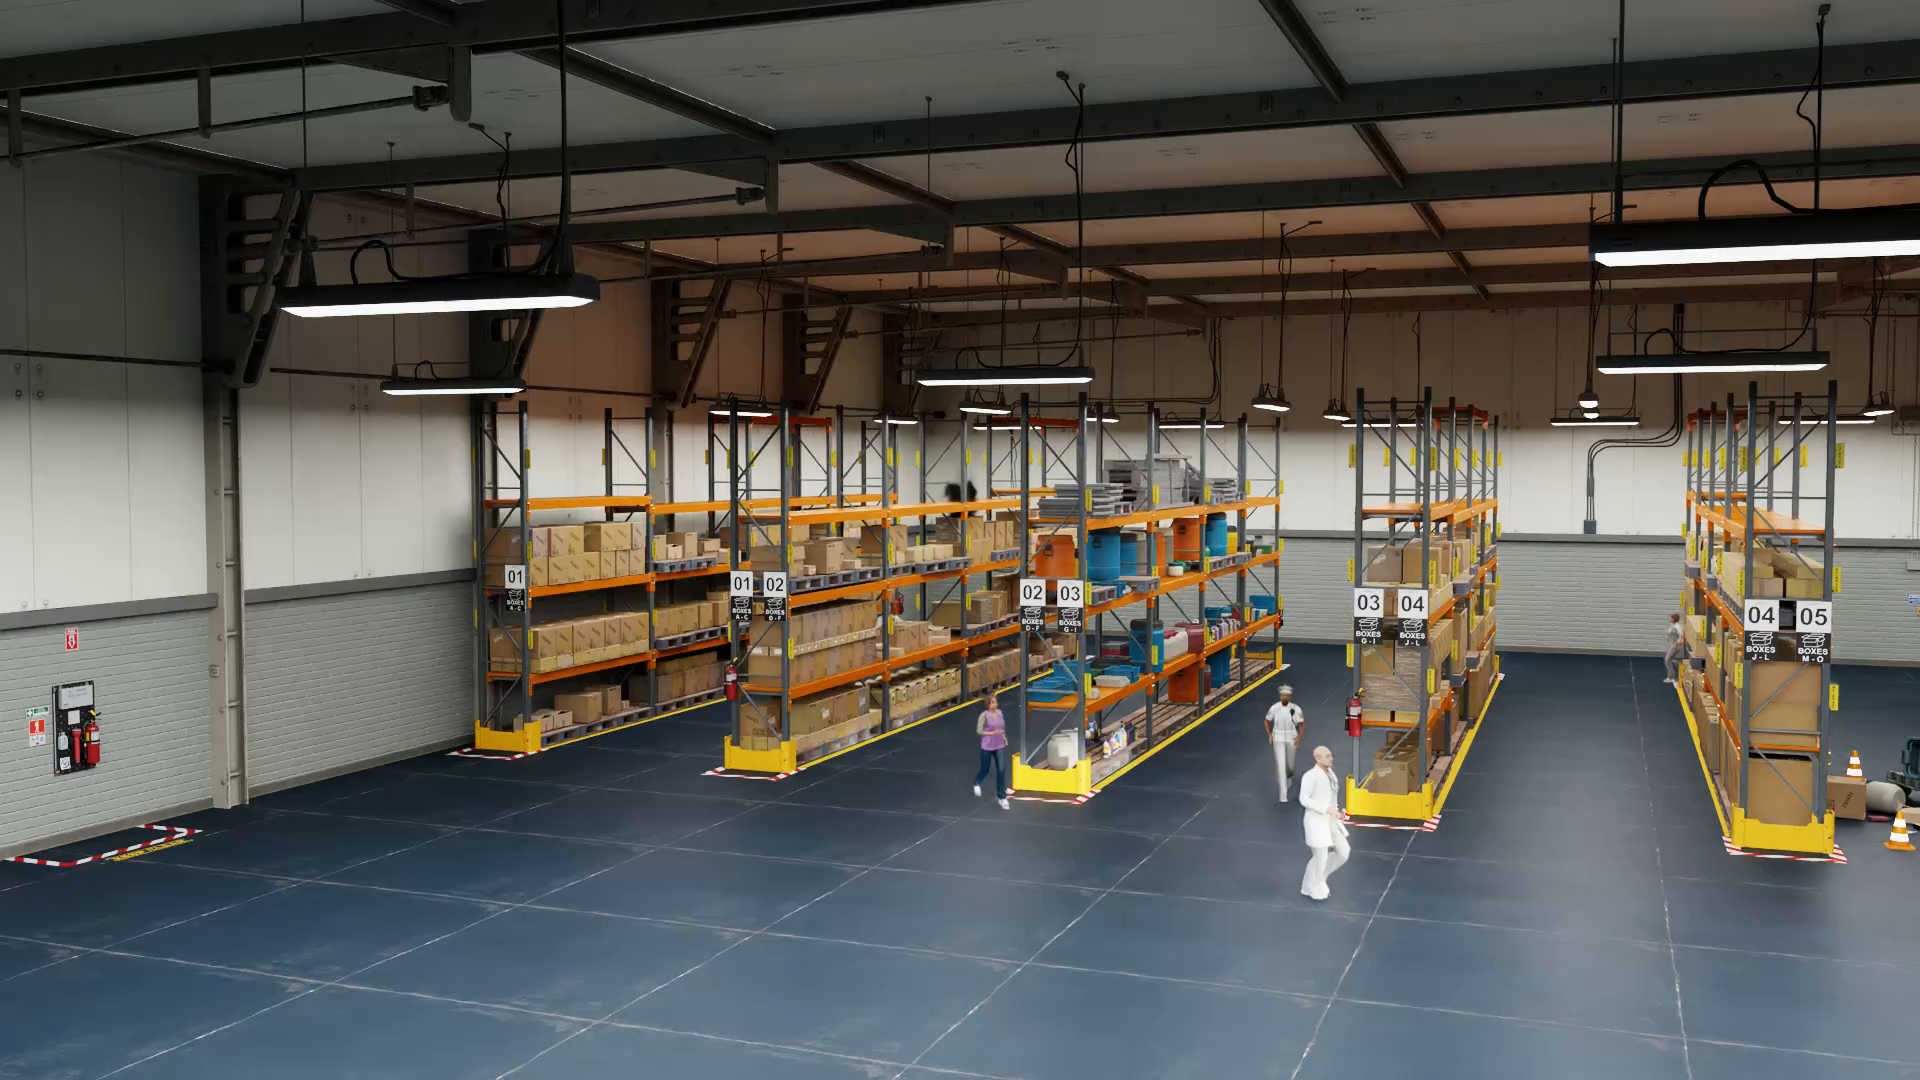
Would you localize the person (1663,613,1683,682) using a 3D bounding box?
[{"bbox_3d":[16.073,2.419,37.348,0.525,1.574,0.576,1,3,13],"label":"person"}]

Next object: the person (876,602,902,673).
[{"bbox_3d":[-1.525,2.196,35.313,0.596,1.757,0.703,1,3,18],"label":"person"}]

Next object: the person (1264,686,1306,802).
[{"bbox_3d":[4.802,2.976,24.601,0.603,1.684,0.732,0,3,9],"label":"person"}]

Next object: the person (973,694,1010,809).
[{"bbox_3d":[0.462,3.028,24.013,0.543,1.580,0.885,-1,3,-26],"label":"person"}]

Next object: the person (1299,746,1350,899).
[{"bbox_3d":[4.131,3.208,18.834,0.714,1.742,0.635,-3,4,-42],"label":"person"}]
